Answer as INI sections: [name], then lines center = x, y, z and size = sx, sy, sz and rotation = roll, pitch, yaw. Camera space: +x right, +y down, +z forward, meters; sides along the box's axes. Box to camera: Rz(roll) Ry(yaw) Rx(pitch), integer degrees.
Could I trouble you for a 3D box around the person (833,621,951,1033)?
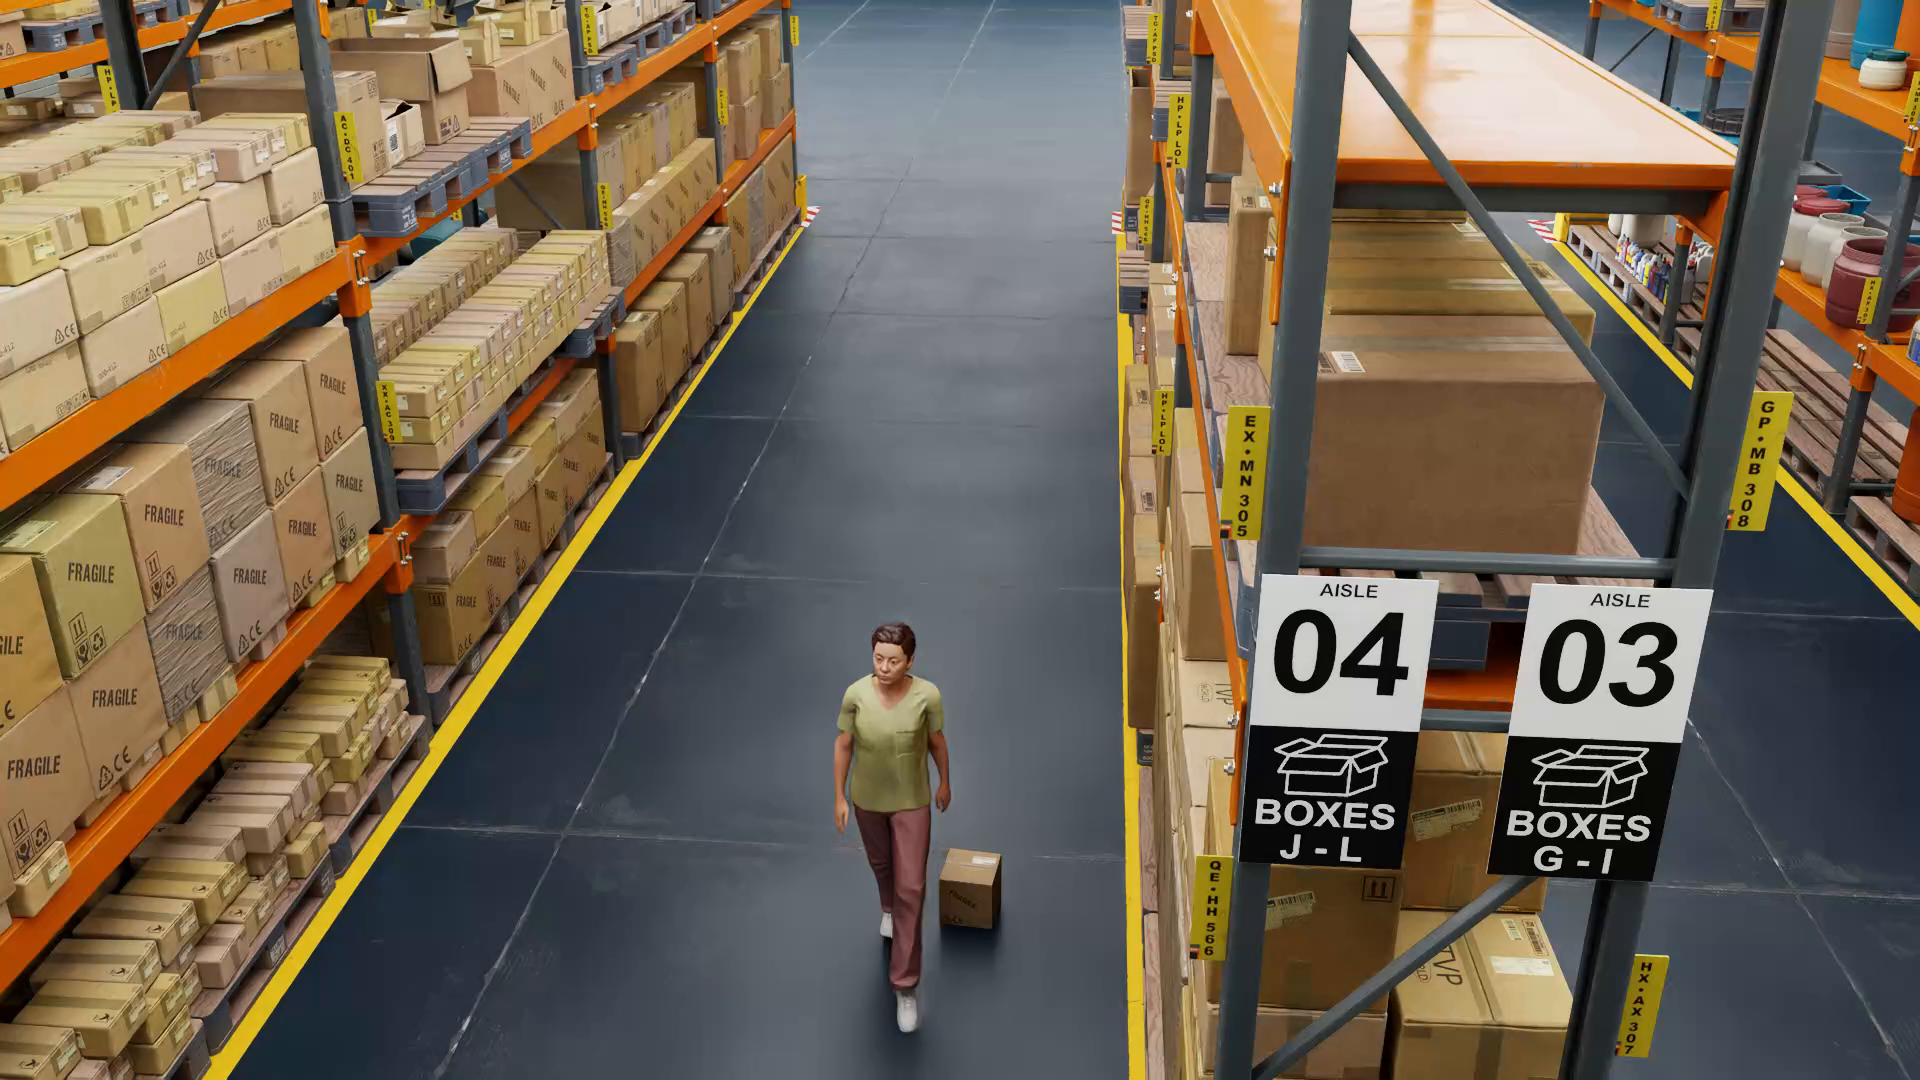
[person]
center = -0.313, 1.150, 7.092
size = 0.477, 1.663, 0.864
rotation = 4, 25, 9
